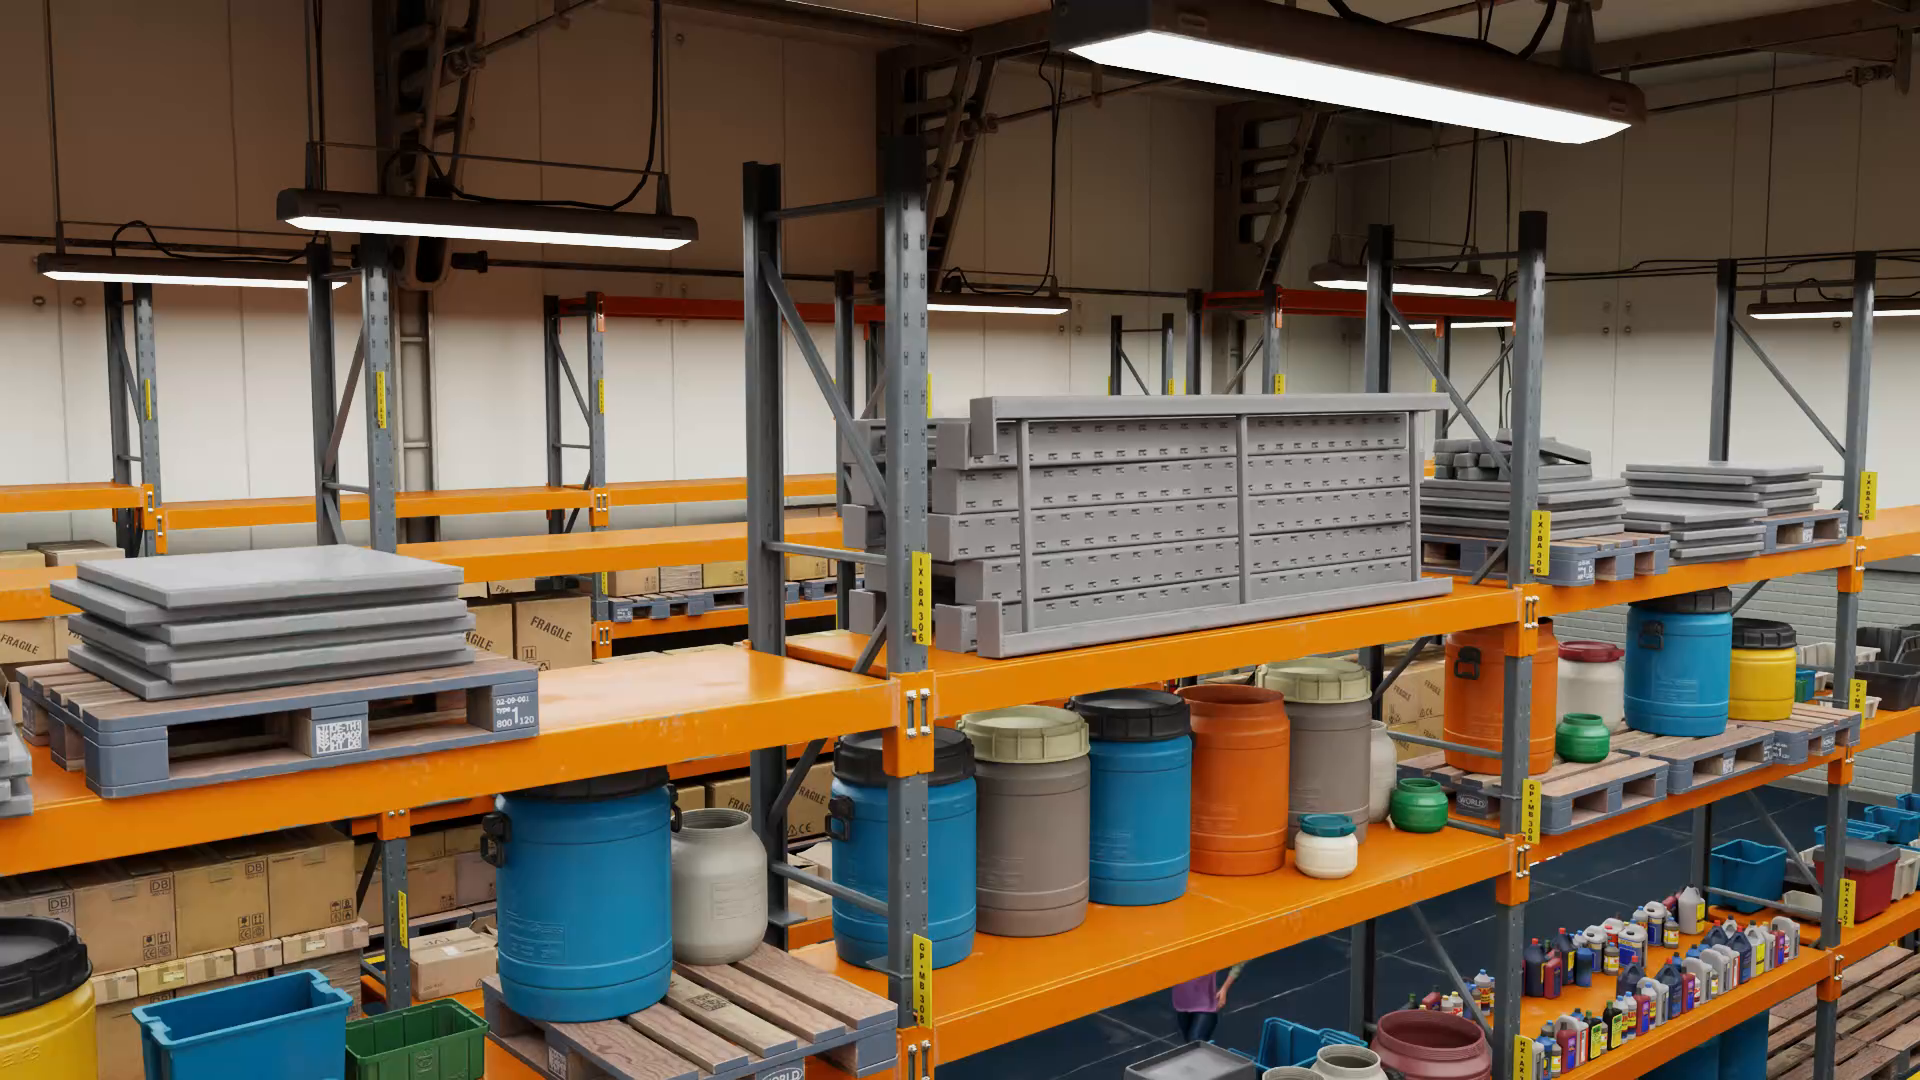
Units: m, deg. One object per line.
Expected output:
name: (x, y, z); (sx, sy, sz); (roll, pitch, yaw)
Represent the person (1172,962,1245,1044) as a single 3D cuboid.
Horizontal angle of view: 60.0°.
person: (1.651, 3.372, 11.523); (0.522, 1.424, 0.751); (5, 8, 43)
